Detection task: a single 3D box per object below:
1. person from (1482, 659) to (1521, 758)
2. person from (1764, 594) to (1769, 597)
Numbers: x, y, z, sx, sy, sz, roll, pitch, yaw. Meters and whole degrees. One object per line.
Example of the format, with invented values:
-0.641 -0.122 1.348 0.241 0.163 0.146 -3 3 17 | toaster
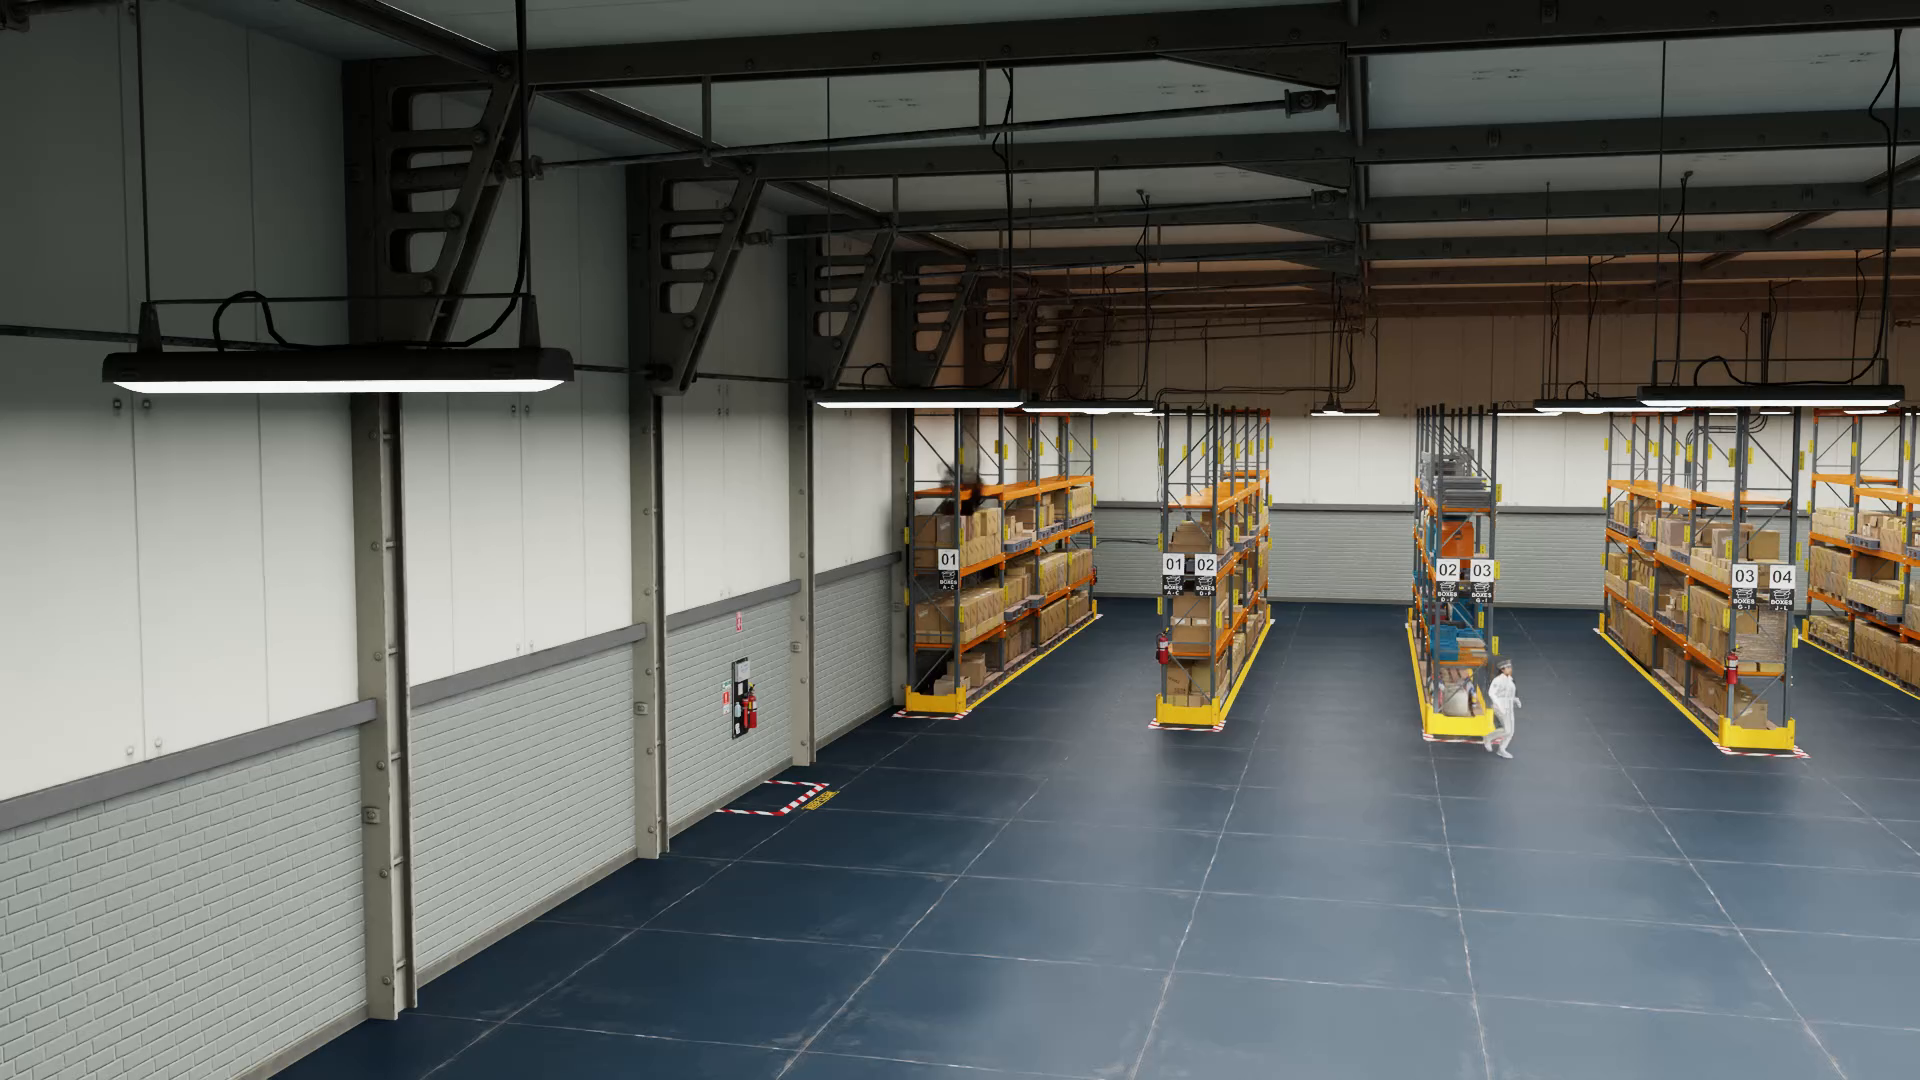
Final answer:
9.205 2.845 28.241 0.639 1.672 0.548 -4 6 -43 | person
20.303 1.888 41.534 0.576 1.673 0.705 2 5 25 | person
